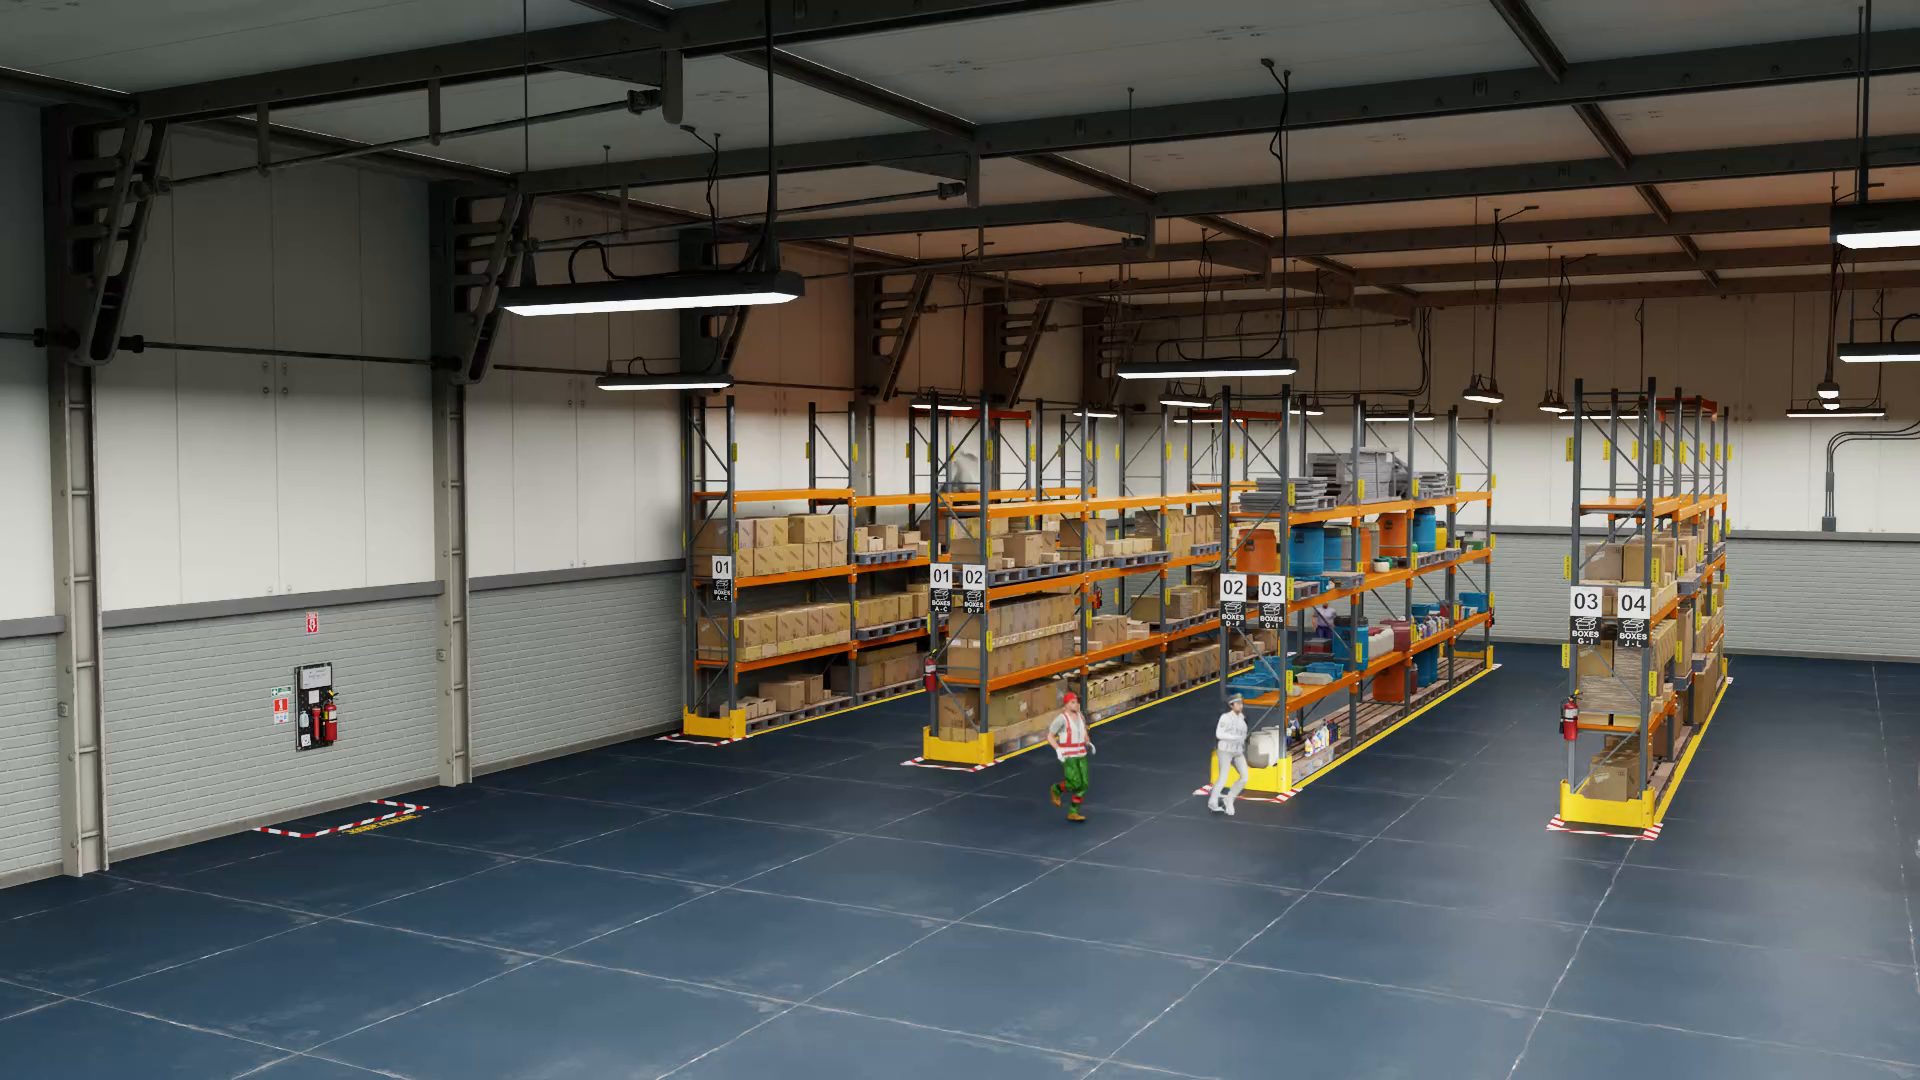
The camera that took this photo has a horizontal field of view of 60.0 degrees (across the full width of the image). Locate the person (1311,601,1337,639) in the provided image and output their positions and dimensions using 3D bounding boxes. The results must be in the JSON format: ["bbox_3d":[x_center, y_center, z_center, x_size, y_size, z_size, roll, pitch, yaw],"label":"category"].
[{"bbox_3d":[8.589,2.141,39.178,0.602,1.595,0.582,0,3,8],"label":"person"}]

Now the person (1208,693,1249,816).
[{"bbox_3d":[3.792,2.962,23.005,0.616,1.707,0.666,-2,4,-31],"label":"person"}]

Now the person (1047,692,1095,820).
[{"bbox_3d":[1.523,2.948,22.716,0.672,1.741,0.592,-2,4,-37],"label":"person"}]
